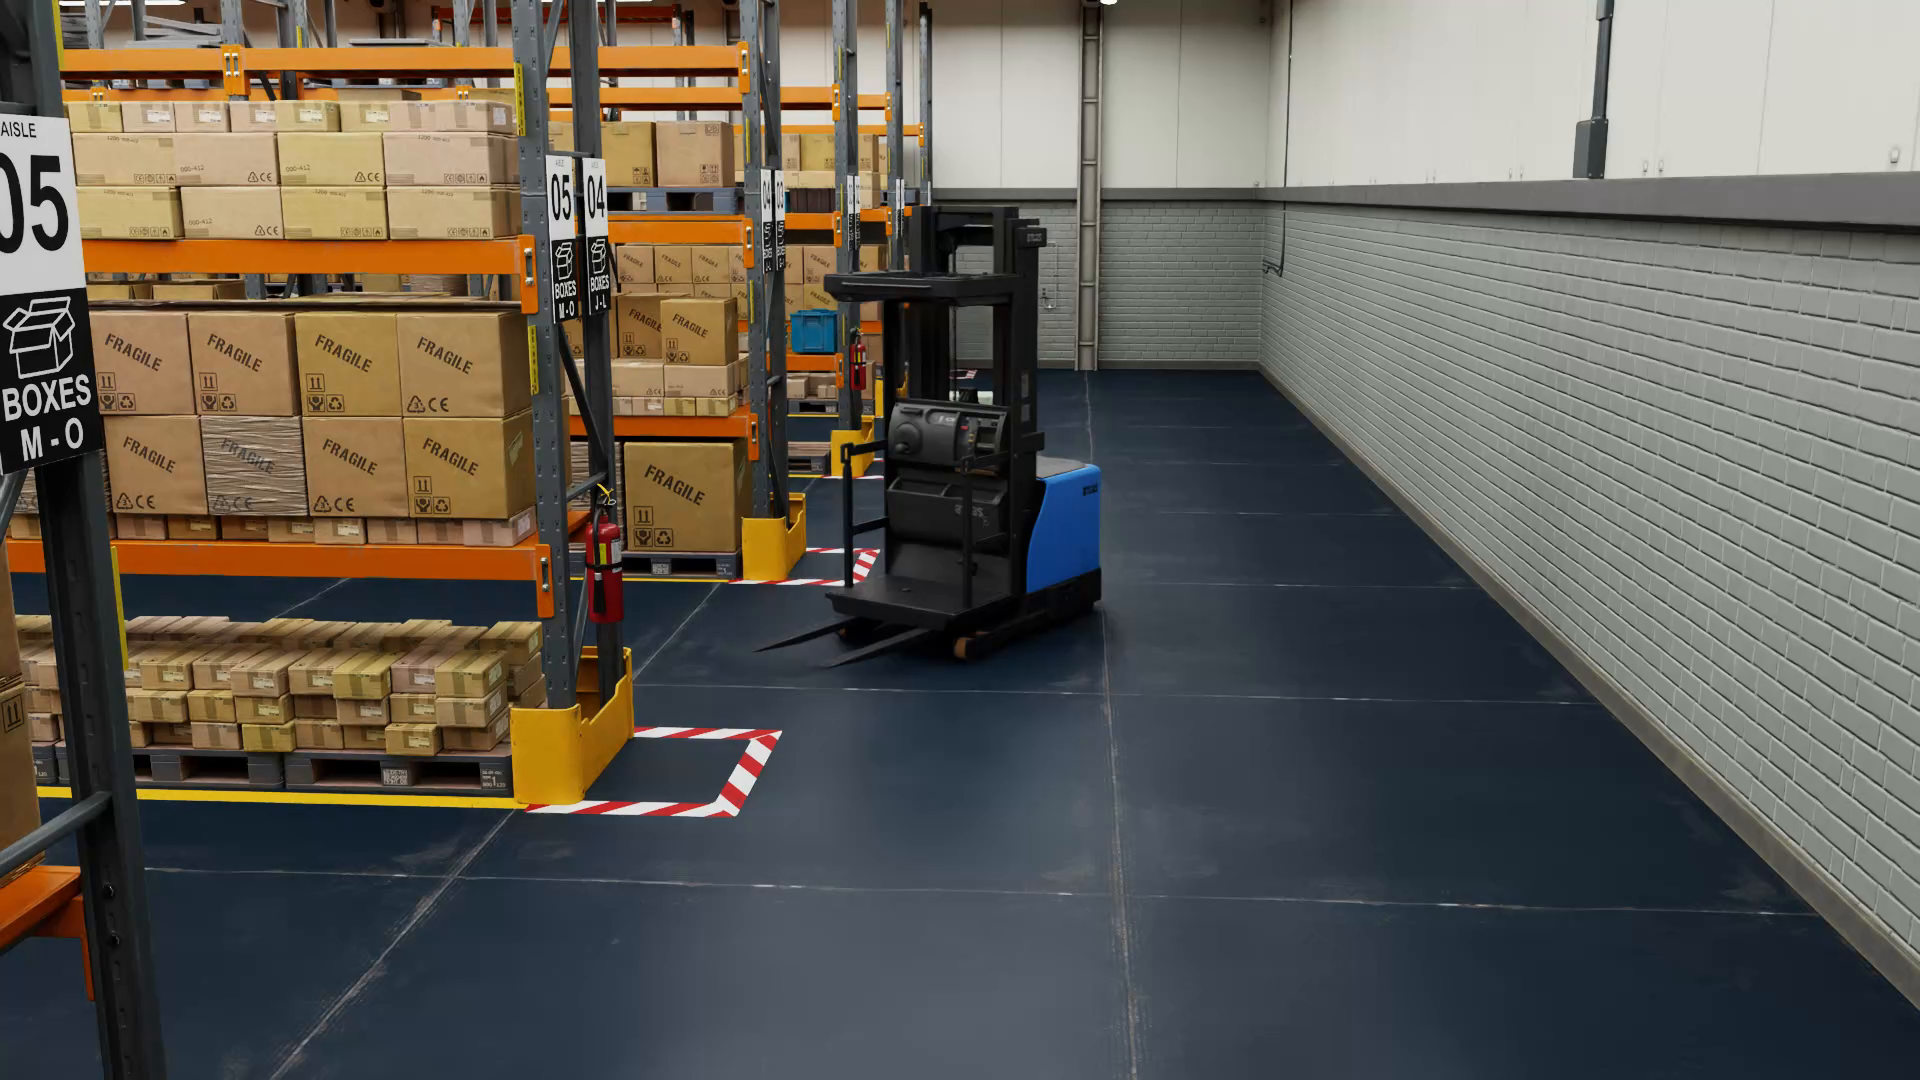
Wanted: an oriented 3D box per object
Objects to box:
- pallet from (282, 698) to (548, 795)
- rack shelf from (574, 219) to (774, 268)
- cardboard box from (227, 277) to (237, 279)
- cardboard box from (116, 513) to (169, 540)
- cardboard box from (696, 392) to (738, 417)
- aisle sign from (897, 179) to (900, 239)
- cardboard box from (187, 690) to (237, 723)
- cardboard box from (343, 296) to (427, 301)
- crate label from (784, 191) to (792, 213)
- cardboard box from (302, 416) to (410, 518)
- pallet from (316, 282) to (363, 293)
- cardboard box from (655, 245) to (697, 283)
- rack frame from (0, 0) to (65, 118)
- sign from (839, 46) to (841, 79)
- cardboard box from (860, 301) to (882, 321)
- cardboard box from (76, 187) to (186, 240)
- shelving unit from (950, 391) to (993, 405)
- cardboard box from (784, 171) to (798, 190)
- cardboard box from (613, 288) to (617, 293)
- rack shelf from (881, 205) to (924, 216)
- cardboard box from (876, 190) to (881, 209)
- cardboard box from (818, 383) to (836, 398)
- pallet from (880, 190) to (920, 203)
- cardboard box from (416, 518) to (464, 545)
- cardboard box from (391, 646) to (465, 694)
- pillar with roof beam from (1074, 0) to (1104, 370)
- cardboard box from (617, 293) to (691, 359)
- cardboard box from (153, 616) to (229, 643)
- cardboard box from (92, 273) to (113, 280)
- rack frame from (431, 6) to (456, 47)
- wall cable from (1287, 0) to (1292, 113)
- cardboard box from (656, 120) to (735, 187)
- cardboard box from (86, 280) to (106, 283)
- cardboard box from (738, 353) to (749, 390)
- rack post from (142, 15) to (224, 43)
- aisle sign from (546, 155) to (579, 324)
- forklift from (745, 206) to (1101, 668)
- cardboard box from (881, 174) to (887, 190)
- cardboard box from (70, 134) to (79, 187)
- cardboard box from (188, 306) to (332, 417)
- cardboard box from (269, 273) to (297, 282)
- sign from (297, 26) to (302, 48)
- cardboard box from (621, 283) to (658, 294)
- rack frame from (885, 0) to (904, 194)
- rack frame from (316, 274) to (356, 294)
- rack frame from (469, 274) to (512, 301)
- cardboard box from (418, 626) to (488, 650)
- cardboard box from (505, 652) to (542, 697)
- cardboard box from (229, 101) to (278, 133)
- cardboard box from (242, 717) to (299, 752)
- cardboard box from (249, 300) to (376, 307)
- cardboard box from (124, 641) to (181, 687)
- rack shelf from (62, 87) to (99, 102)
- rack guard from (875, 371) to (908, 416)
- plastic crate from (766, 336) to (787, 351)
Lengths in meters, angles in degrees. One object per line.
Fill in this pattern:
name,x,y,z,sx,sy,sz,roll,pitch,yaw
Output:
pallet,-2.866,1.094,9.023,1.213,0.211,1.003,1,12,4
rack shelf,-3.546,-2.407,13.380,4.000,0.370,1.077,1,12,4
cardboard box,-12.985,-4.450,29.033,0.500,0.250,0.500,1,12,4
cardboard box,-4.125,-0.110,8.583,0.250,0.149,0.380,1,12,6
cardboard box,-1.927,-1.078,13.210,0.250,0.149,0.380,1,12,5
aisle sign,-0.837,-4.496,22.587,0.004,0.787,0.394,1,12,4
cardboard box,-3.819,0.825,8.707,0.250,0.149,0.380,1,12,7
cardboard box,-4.590,-1.690,13.331,0.500,0.500,0.500,1,12,4
crate label,-2.118,-3.749,18.403,0.502,0.251,0.408,1,12,4
cardboard box,-2.961,-0.408,8.421,0.500,0.500,0.500,1,12,3
pallet,-10.517,-4.334,28.627,1.213,0.211,1.003,1,12,4
cardboard box,-3.909,-3.809,22.967,0.500,0.500,0.500,0,12,2
rack frame,-2.212,-2.175,3.190,0.127,3.000,1.000,1,12,4
sign,-1.240,-4.941,17.200,0.005,0.325,0.100,1,12,4
cardboard box,-1.349,-3.287,22.910,0.500,0.500,0.500,1,12,5
cardboard box,-3.989,-1.617,8.212,0.500,0.250,0.500,1,12,6
shelving unit,-0.007,-0.734,14.615,0.755,1.500,0.431,1,12,4
cardboard box,-2.412,-4.896,22.667,0.500,0.250,0.500,1,12,4
cardboard box,-5.681,-4.191,28.040,0.250,0.149,0.380,1,12,4
rack shelf,-2.553,-5.443,27.892,4.000,0.370,1.077,1,12,4
cardboard box,-1.380,-4.741,23.147,0.500,0.250,0.500,1,12,4
cardboard box,-1.841,-2.097,23.311,0.250,0.166,0.380,1,12,4
pallet,-1.298,-5.732,27.735,1.213,0.211,1.003,1,12,4
cardboard box,-2.572,-0.086,8.469,0.250,0.149,0.380,1,12,4
cardboard box,-2.774,0.676,8.692,0.250,0.149,0.380,1,12,5
pillar with roof beam,1.907,-6.496,23.844,0.548,9.000,9.100,1,12,4
cardboard box,-2.510,-1.771,13.718,0.500,0.500,0.500,0,12,2
cardboard box,-4.295,0.547,9.312,0.250,0.149,0.380,0,12,2
cardboard box,-14.542,-4.732,28.549,0.500,0.500,0.500,1,12,6
rack frame,-8.539,-7.345,27.904,0.127,3.000,1.000,1,12,4
wall cable,4.882,-7.485,23.820,0.112,2.526,3.097,1,12,4
cardboard box,-2.073,-3.031,13.093,0.500,0.500,0.700,0,12,0
cardboard box,-7.484,-1.882,13.746,0.637,0.503,0.797,1,12,6
cardboard box,-2.011,-1.397,13.762,0.500,0.250,0.500,0,12,2
rack post,-8.417,-5.583,18.220,0.986,0.289,0.624,1,12,4
aisle sign,-1.930,-1.462,8.081,0.004,0.787,0.394,1,12,4
forklift,-0.208,-0.743,11.163,1.130,2.935,3.031,8,14,34
cardboard box,-1.306,-5.904,27.439,0.500,0.250,0.500,1,12,5
cardboard box,-4.511,-1.873,8.214,0.500,0.250,0.500,1,12,5
cardboard box,-3.481,-0.903,8.347,0.500,0.500,0.500,1,12,7
cardboard box,-11.468,-4.705,28.614,0.500,0.500,0.700,2,12,10
sign,-8.900,-6.754,22.412,0.005,0.325,0.100,1,12,4
cardboard box,-4.385,-3.328,23.109,0.500,0.500,0.500,1,12,5
rack frame,-0.884,-6.224,22.542,0.127,3.000,1.000,1,12,4
rack frame,-8.867,-3.397,23.680,0.127,3.000,1.000,1,12,4
rack frame,-5.210,-2.330,18.581,0.127,3.000,1.000,1,12,4
cardboard box,-2.766,0.591,9.099,0.250,0.149,0.380,1,12,5
cardboard box,-2.488,0.733,9.148,0.250,0.149,0.380,1,12,6
cardboard box,-3.349,-2.055,8.111,0.250,0.149,0.380,1,12,2
cardboard box,-3.549,0.978,8.703,0.250,0.149,0.380,0,12,1
cardboard box,-3.434,-1.013,8.873,0.500,0.500,0.500,1,12,2
cardboard box,-4.329,0.655,8.797,0.250,0.149,0.380,0,12,1
rack shelf,-11.197,-4.801,18.474,4.000,0.370,1.077,1,12,4
rack guard,-0.960,-2.065,23.418,0.348,0.500,1.175,1,12,4
plastic crate,-2.045,-2.150,18.217,0.243,0.136,0.396,1,12,4
